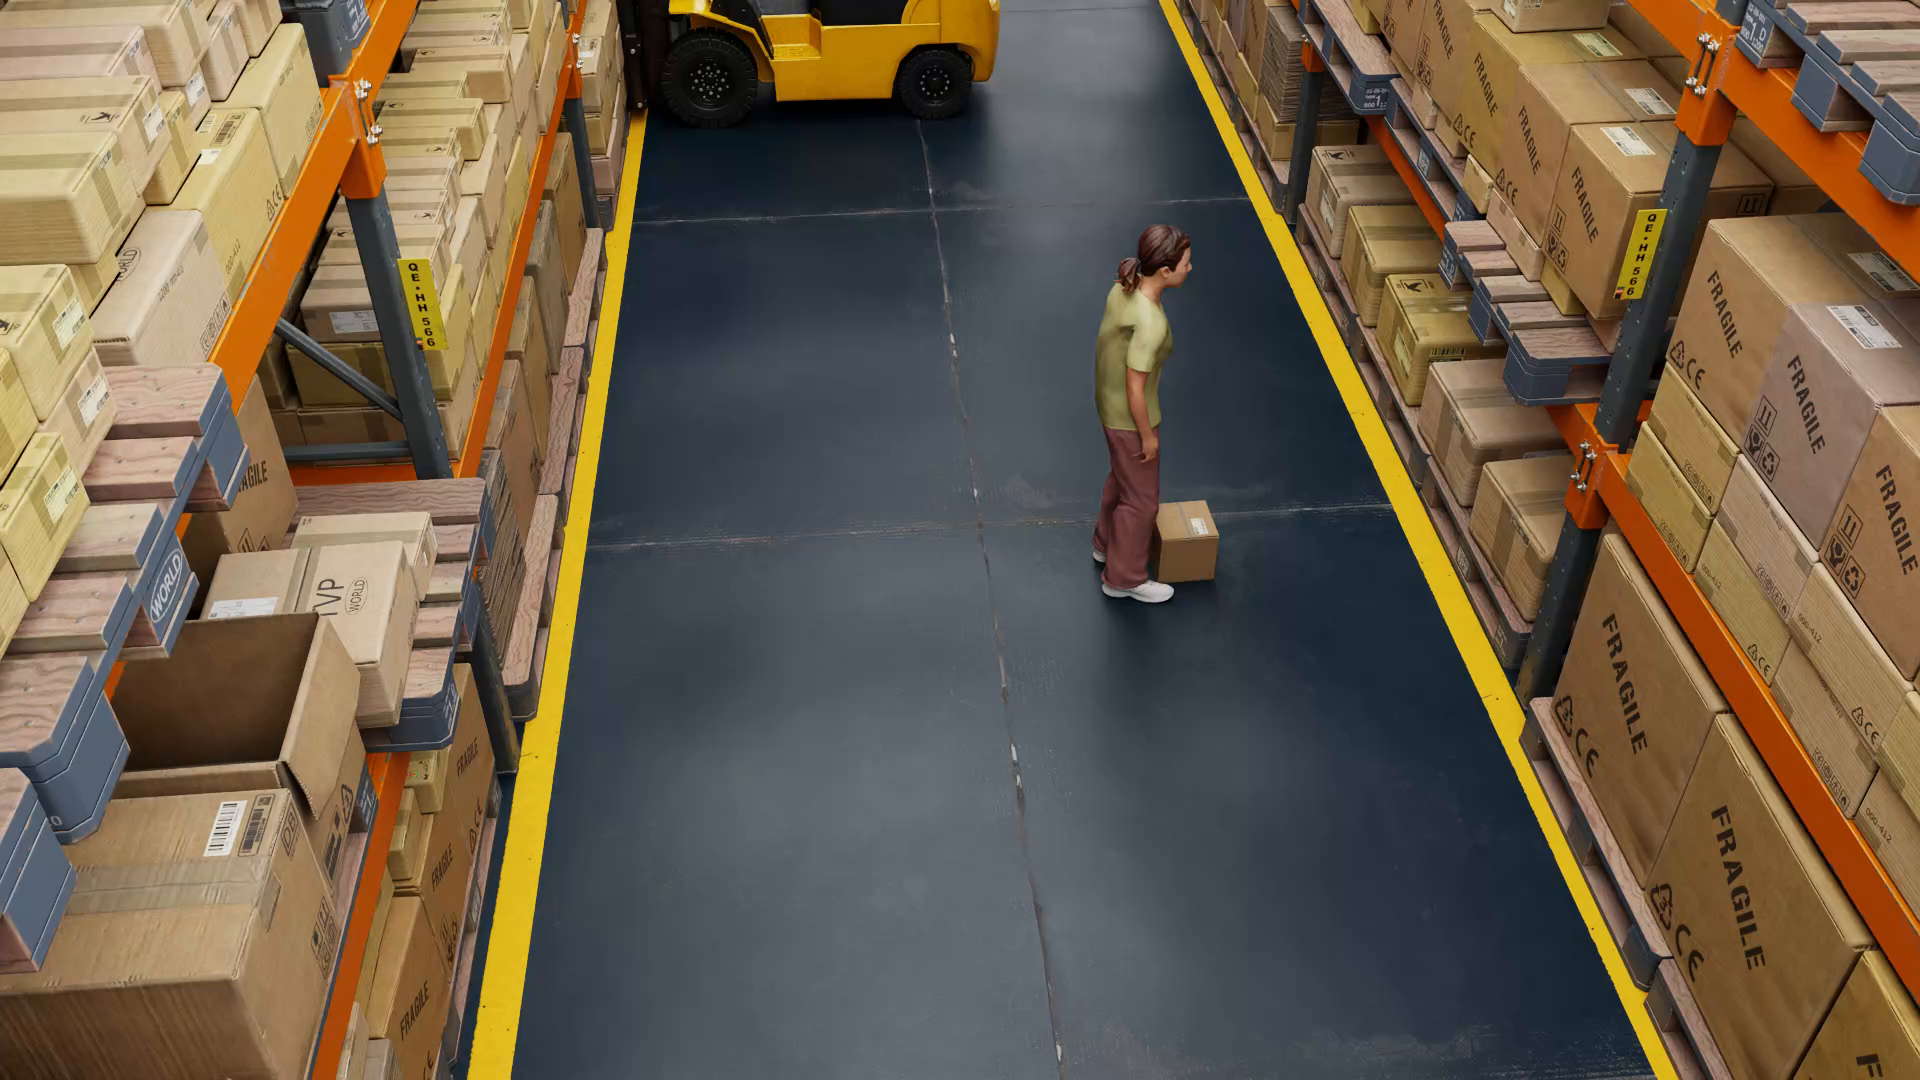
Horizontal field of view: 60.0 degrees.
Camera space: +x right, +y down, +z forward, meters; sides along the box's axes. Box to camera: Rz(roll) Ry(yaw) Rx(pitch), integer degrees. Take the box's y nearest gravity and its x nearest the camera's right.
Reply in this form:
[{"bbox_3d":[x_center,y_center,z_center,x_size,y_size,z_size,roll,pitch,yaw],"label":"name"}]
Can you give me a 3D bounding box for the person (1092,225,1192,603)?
[{"bbox_3d":[0.726,-0.522,6.793,0.352,1.673,0.500,-3,39,-4],"label":"person"}]
